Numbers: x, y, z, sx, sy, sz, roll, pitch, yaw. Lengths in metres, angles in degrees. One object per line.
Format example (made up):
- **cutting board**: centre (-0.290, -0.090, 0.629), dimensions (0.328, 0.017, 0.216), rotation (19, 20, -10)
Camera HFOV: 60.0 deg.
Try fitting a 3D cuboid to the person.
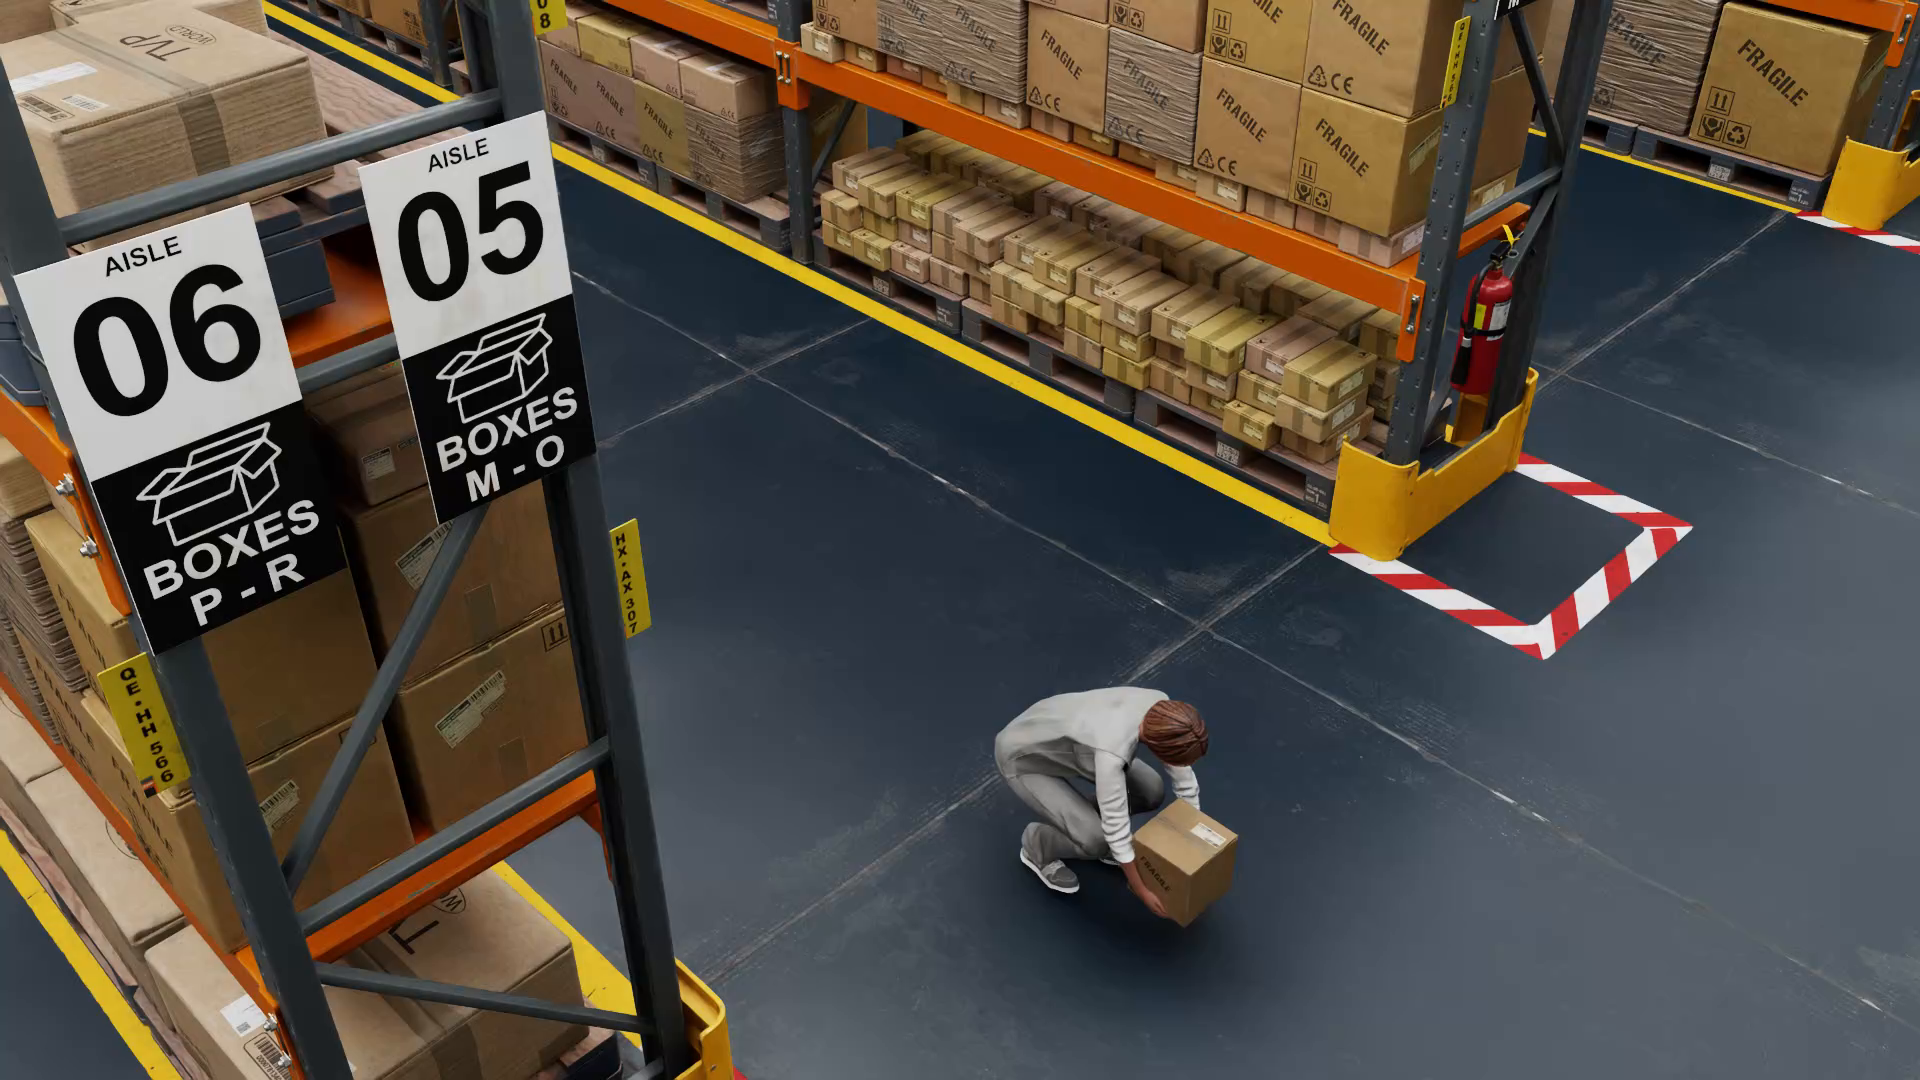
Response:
- **person**: centre (0.489, 0.812, 5.632), dimensions (0.812, 0.901, 0.446), rotation (30, 46, 35)
